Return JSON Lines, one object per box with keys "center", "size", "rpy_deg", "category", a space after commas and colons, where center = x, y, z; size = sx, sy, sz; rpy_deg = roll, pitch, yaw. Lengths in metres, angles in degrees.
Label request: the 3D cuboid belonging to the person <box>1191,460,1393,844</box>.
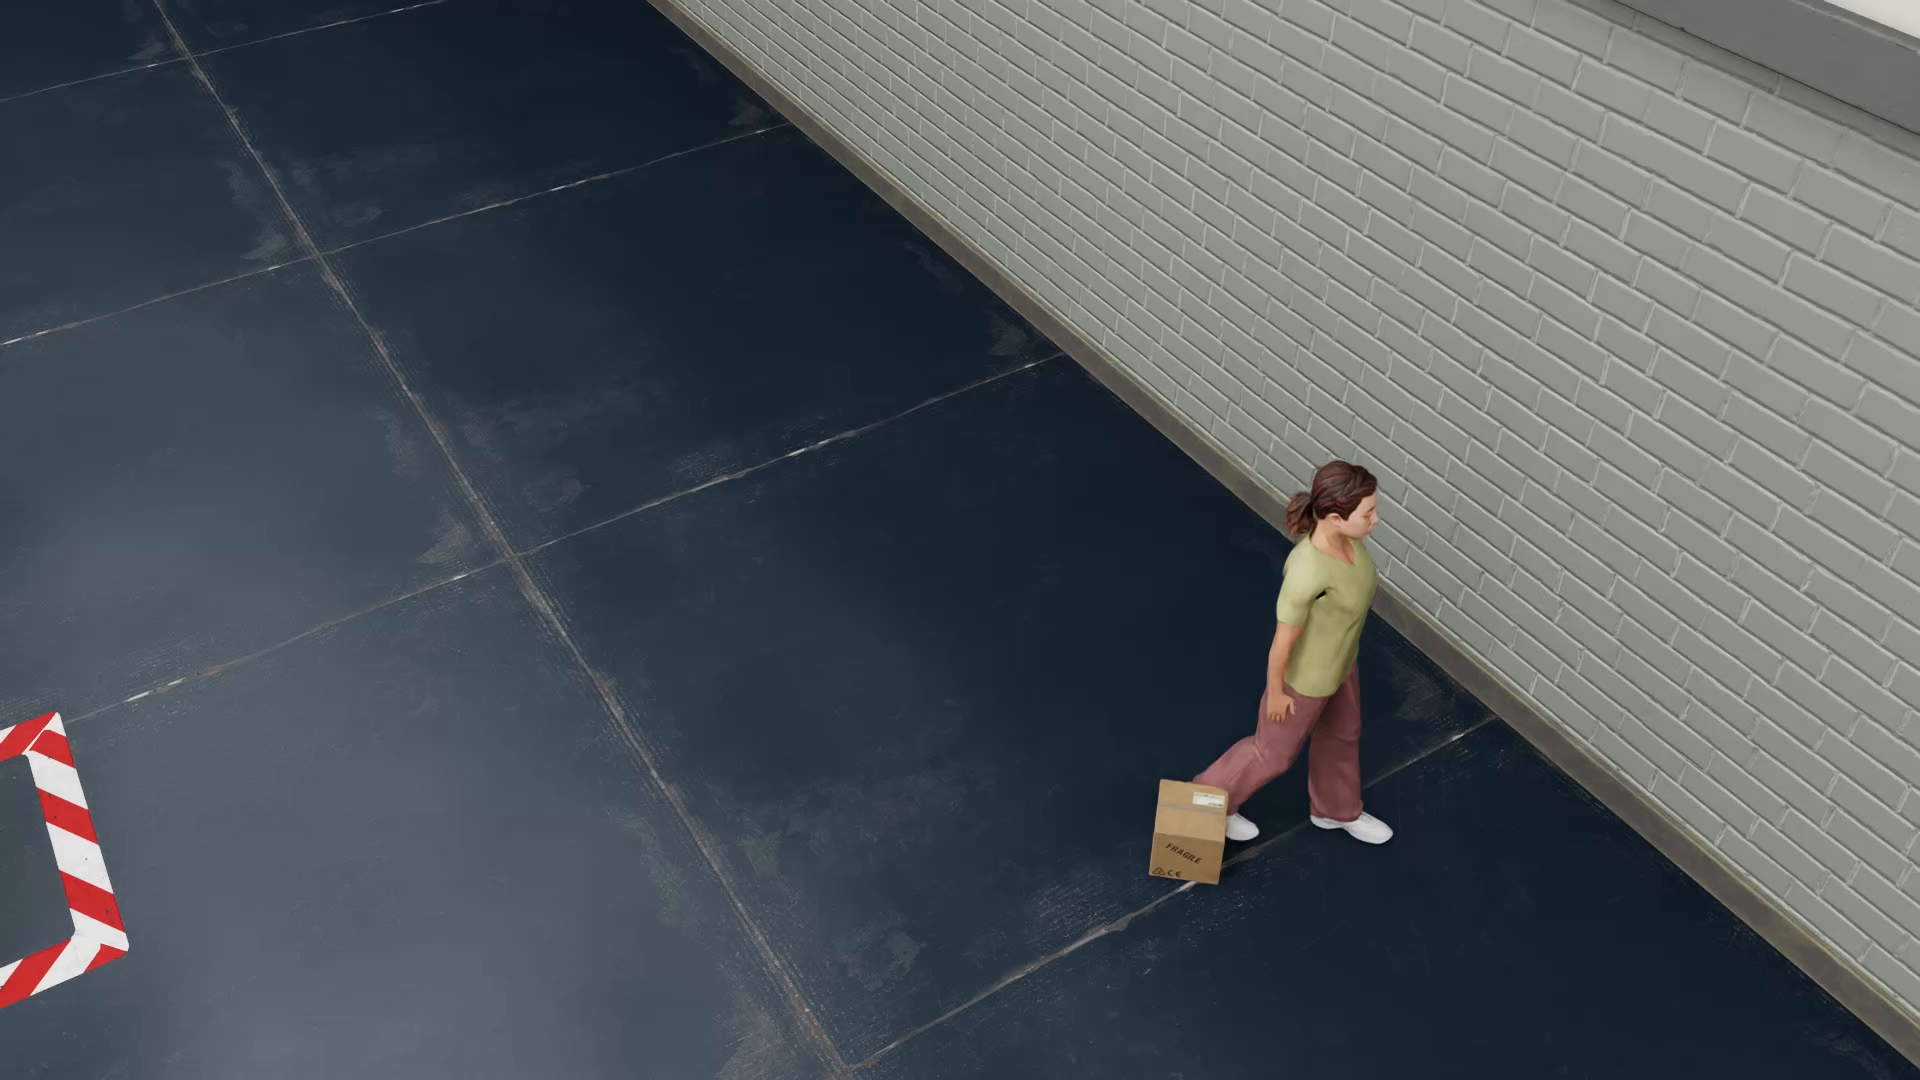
{"center": [1.220, 0.429, 5.655], "size": [0.735, 1.662, 0.457], "rpy_deg": [19, 44, 21], "category": "person"}
